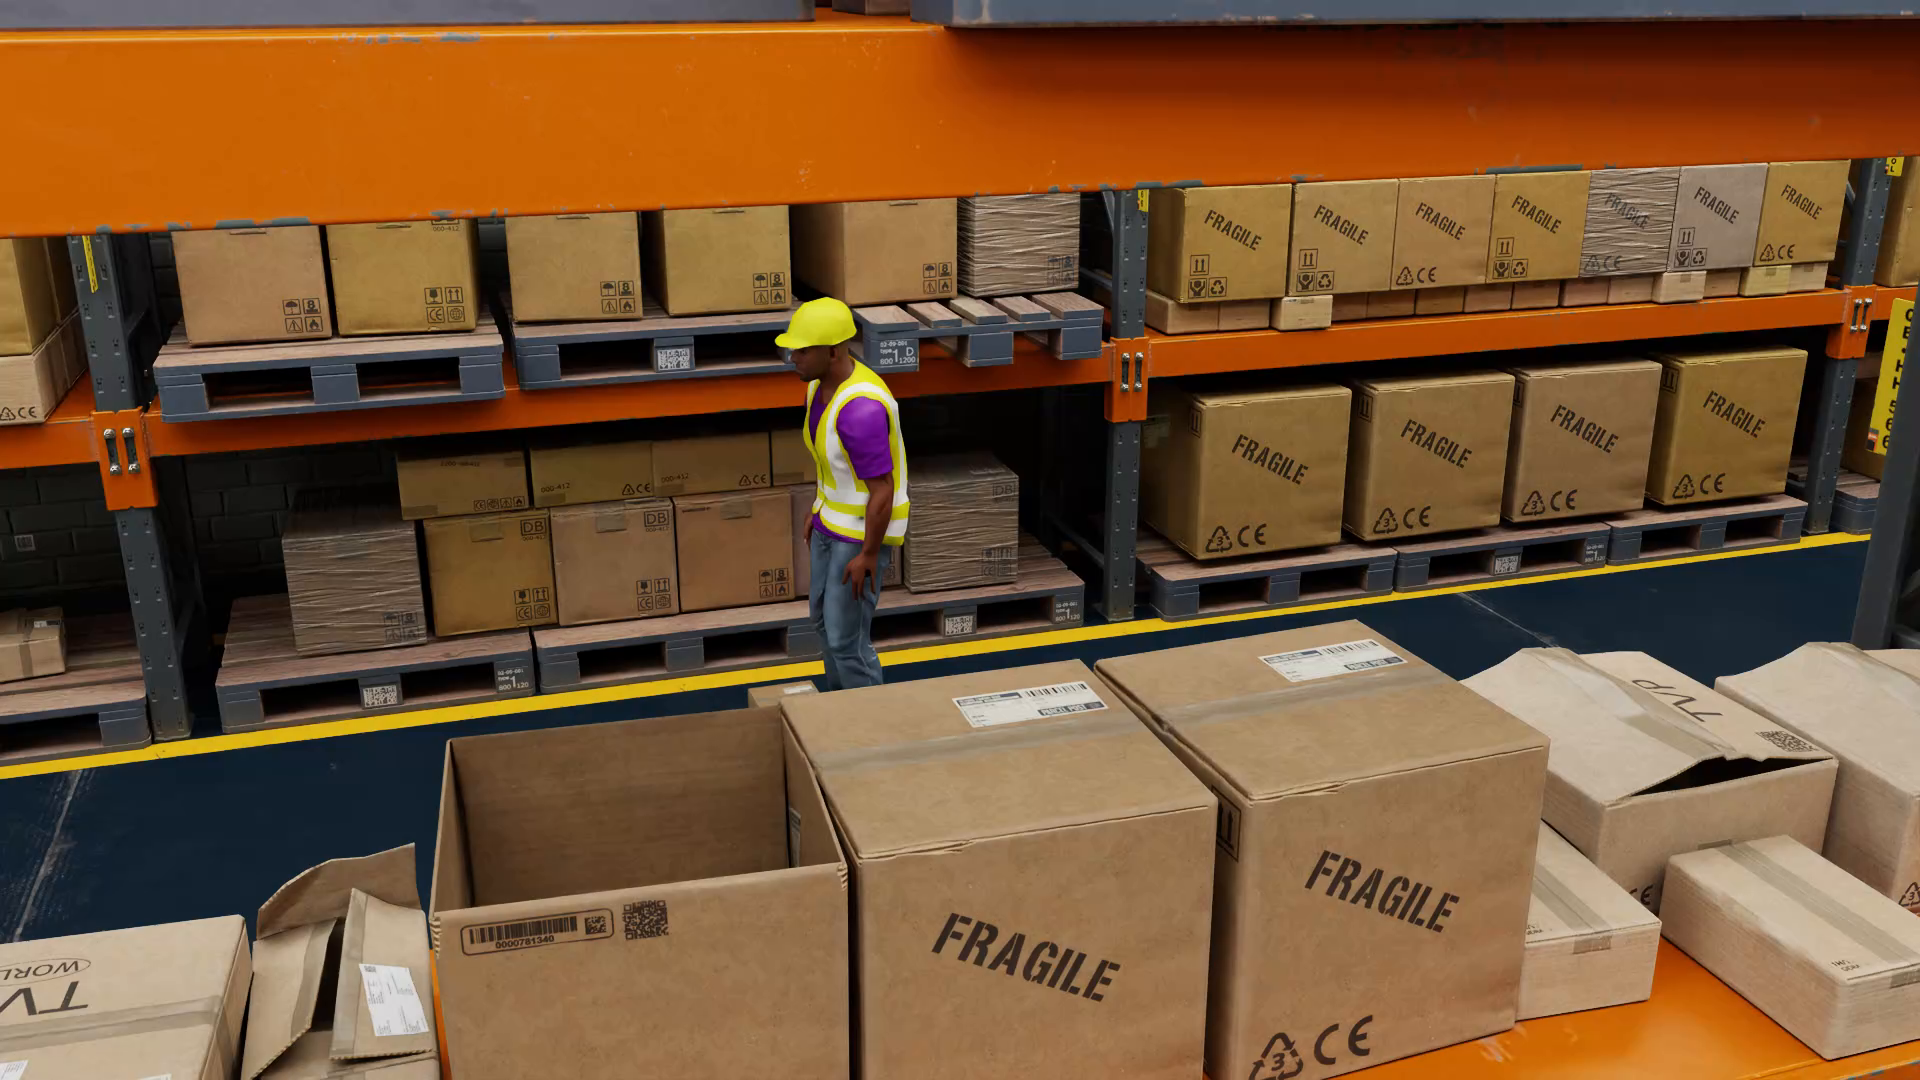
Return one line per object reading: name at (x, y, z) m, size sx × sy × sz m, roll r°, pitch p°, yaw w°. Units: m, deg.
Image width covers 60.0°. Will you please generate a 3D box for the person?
person at (-0.444, -0.031, 6.127) m, size 0.459 × 1.761 × 0.626 m, roll -6°, pitch 20°, yaw -17°
